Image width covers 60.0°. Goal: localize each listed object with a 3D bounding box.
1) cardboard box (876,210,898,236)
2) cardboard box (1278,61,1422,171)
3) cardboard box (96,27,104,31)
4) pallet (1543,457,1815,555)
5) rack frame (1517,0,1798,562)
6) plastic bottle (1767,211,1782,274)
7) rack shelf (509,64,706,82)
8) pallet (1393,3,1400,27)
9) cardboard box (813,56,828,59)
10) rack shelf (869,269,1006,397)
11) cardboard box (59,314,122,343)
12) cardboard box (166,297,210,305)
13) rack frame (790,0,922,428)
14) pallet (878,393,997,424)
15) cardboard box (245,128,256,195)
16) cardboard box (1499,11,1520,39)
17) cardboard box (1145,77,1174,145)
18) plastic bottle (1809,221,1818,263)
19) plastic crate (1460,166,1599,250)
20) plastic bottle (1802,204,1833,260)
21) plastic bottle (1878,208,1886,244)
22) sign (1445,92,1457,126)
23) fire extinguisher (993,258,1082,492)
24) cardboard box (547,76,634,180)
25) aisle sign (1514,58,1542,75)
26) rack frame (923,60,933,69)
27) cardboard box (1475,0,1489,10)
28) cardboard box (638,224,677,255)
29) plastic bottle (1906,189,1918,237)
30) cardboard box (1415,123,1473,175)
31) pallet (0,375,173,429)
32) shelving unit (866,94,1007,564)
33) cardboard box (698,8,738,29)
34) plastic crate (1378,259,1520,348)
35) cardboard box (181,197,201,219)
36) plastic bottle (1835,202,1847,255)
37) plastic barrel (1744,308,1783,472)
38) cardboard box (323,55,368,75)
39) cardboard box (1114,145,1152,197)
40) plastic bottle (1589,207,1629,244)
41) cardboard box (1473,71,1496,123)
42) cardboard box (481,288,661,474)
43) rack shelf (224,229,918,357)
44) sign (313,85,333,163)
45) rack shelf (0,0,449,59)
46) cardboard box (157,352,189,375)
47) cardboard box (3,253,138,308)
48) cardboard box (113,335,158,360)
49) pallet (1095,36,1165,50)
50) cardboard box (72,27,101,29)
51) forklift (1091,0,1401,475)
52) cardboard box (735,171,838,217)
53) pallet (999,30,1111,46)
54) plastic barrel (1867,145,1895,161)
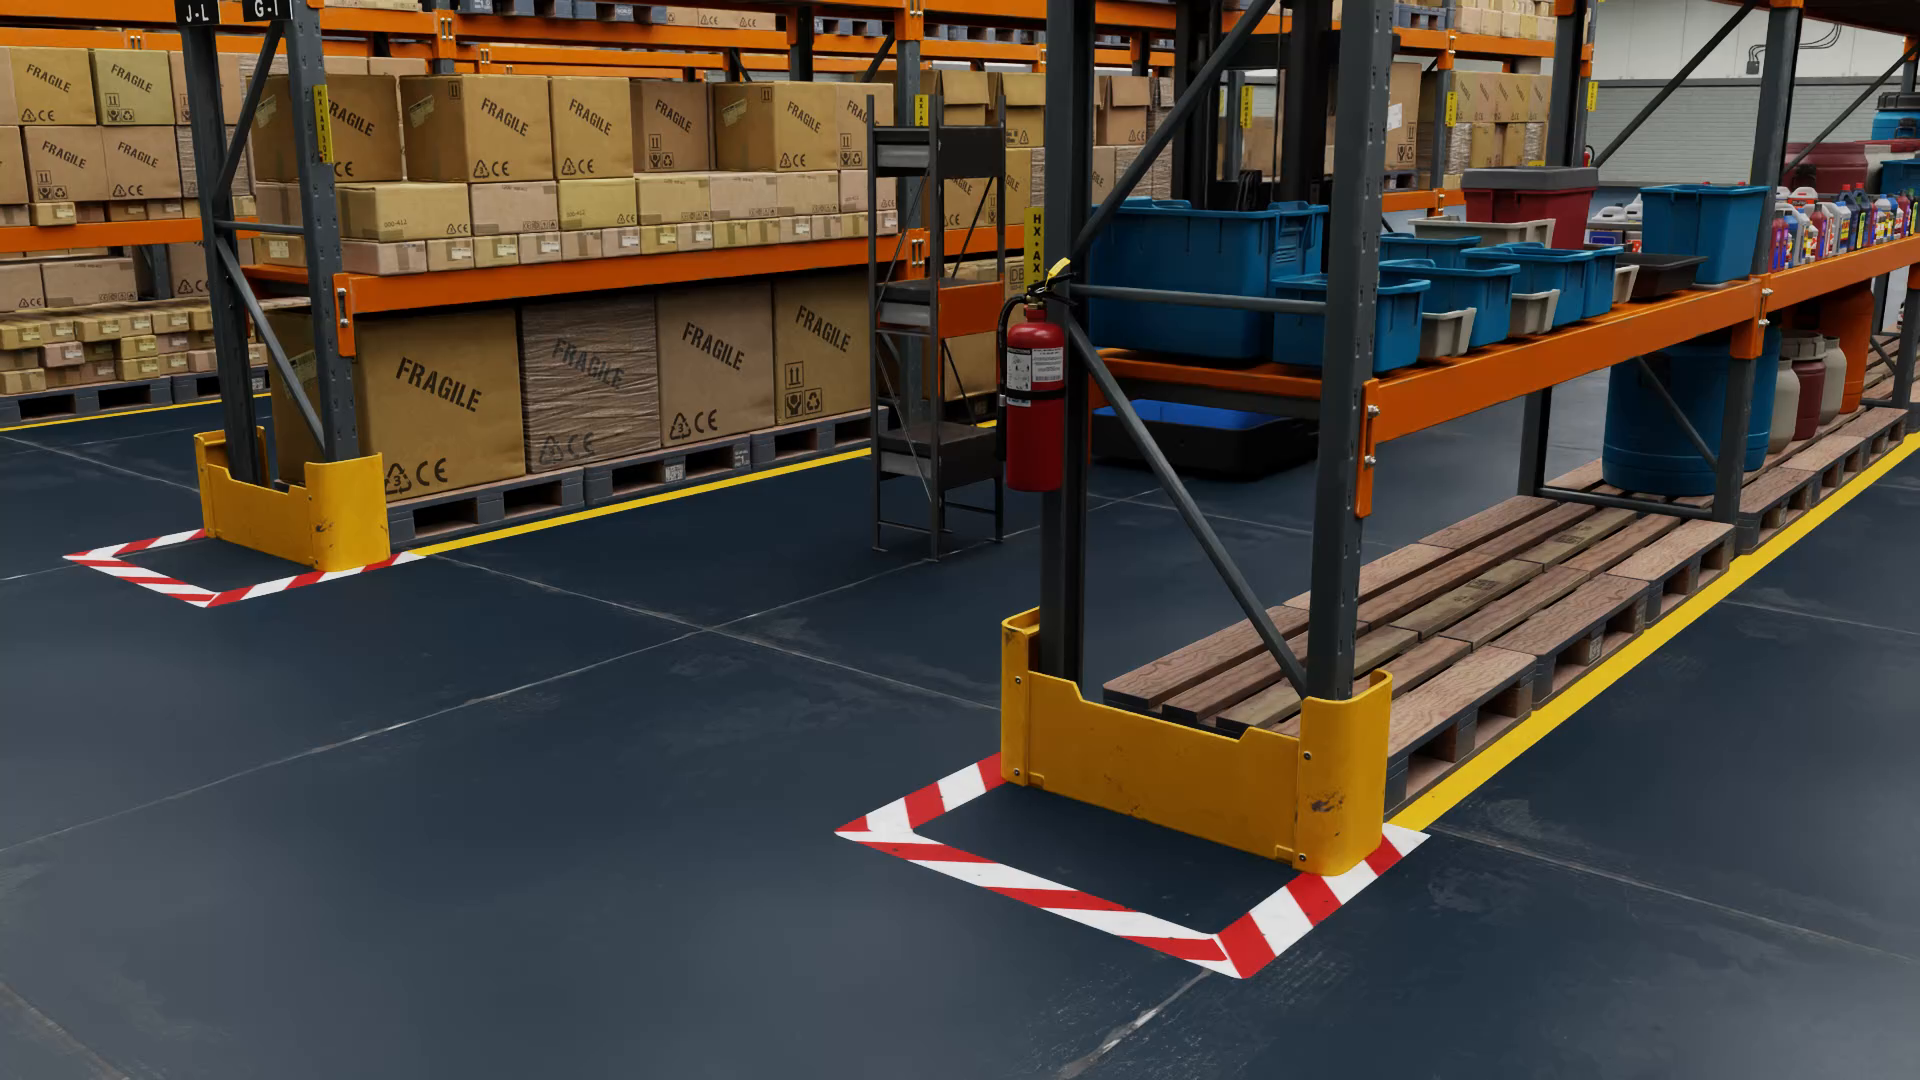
[{"bbox_3d":[-0.606,-1.964,10.270,0.380,0.149,0.250,11,18,38],"label":"cardboard box"},{"bbox_3d":[3.751,-4.090,16.061,1.000,1.000,1.000,11,18,38],"label":"cardboard box"},{"bbox_3d":[-10.964,-6.564,21.271,0.380,0.149,0.250,11,18,37],"label":"cardboard box"},{"bbox_3d":[3.701,-0.218,8.551,1.003,0.211,1.213,11,18,38],"label":"pallet"},{"bbox_3d":[3.183,-1.428,7.652,1.000,3.000,0.127,11,18,38],"label":"rack frame"},{"bbox_3d":[3.746,-1.376,7.683,0.061,0.283,0.133,11,18,38],"label":"plastic bottle"},{"bbox_3d":[-5.955,-7.516,26.984,1.077,0.370,4.000,11,18,38],"label":"rack shelf"},{"bbox_3d":[3.239,-4.788,15.169,1.213,0.211,1.003,11,18,38],"label":"pallet"},{"bbox_3d":[-2.084,-6.847,23.402,0.380,0.149,0.250,11,18,36],"label":"cardboard box"},{"bbox_3d":[-0.104,-0.973,7.743,0.431,0.518,0.480,11,18,38],"label":"rack shelf"},{"bbox_3d":[-6.046,-1.473,11.558,0.380,0.149,0.250,11,18,37],"label":"cardboard box"},{"bbox_3d":[-5.843,-1.762,12.697,0.380,0.149,0.250,11,18,38],"label":"cardboard box"},{"bbox_3d":[-0.669,-2.194,10.669,1.000,3.000,0.127,11,18,38],"label":"rack frame"},{"bbox_3d":[-0.243,-1.002,11.640,1.003,0.211,1.213,11,18,38],"label":"pallet"},{"bbox_3d":[-5.189,-2.843,12.416,0.500,0.500,0.500,11,18,37],"label":"cardboard box"},{"bbox_3d":[5.490,-5.350,17.302,0.500,0.250,0.500,10,18,35],"label":"cardboard box"},{"bbox_3d":[1.373,-3.358,13.007,0.797,0.503,0.637,12,19,39],"label":"cardboard box"},{"bbox_3d":[4.217,-1.487,8.286,0.097,0.201,0.097,0,14,0],"label":"plastic bottle"},{"bbox_3d":[2.427,-1.356,7.116,0.402,0.464,0.583,11,18,38],"label":"plastic crate"},{"bbox_3d":[4.353,-1.575,8.482,0.152,0.276,0.135,11,18,38],"label":"plastic bottle"},{"bbox_3d":[5.237,-1.798,9.510,0.097,0.201,0.097,0,14,0],"label":"plastic bottle"},{"bbox_3d":[4.793,-4.202,16.222,0.100,0.325,0.005,11,18,38],"label":"sign"},{"bbox_3d":[0.221,-0.485,4.855,0.296,0.674,0.183,11,18,38],"label":"fire extinguisher"},{"bbox_3d":[-2.036,-2.109,8.512,0.500,0.500,0.500,11,18,36],"label":"cardboard box"},{"bbox_3d":[6.679,-5.811,19.625,0.394,0.787,0.004,11,18,38],"label":"aisle sign"},{"bbox_3d":[-0.835,-6.026,25.752,1.000,3.000,0.127,11,18,38],"label":"rack frame"},{"bbox_3d":[5.105,-5.426,16.792,0.380,0.149,0.250,11,18,38],"label":"cardboard box"},{"bbox_3d":[-1.738,-1.618,8.911,0.380,0.149,0.250,11,18,36],"label":"cardboard box"},{"bbox_3d":[5.775,-1.994,10.117,0.061,0.283,0.133,11,18,38],"label":"plastic bottle"},{"bbox_3d":[4.690,-3.996,16.952,0.875,0.500,0.500,11,18,38],"label":"cardboard box"},{"bbox_3d":[-6.392,-1.028,11.743,1.003,0.211,1.213,11,18,38],"label":"pallet"},{"bbox_3d":[-0.104,-0.986,7.740,0.431,2.100,0.503,11,18,38],"label":"shelving unit"},{"bbox_3d":[-2.415,-5.003,15.430,0.500,0.500,0.500,11,18,38],"label":"cardboard box"},{"bbox_3d":[1.494,-0.732,5.131,0.416,0.233,0.300,11,18,38],"label":"plastic crate"},{"bbox_3d":[-5.578,-2.411,12.034,0.380,0.149,0.250,12,19,40],"label":"cardboard box"},{"bbox_3d":[4.593,-1.635,8.728,0.097,0.271,0.097,0,14,0],"label":"plastic bottle"},{"bbox_3d":[3.984,-0.852,8.792,0.600,0.901,0.708,11,18,38],"label":"plastic barrel"},{"bbox_3d":[-4.869,-3.427,12.682,0.500,0.500,0.500,11,18,36],"label":"cardboard box"},{"bbox_3d":[1.086,-2.682,12.383,0.500,0.500,0.500,11,18,36],"label":"cardboard box"},{"bbox_3d":[3.180,-1.493,8.161,0.152,0.276,0.135,11,18,38],"label":"plastic bottle"},{"bbox_3d":[5.153,-4.547,17.090,0.500,0.500,0.500,11,18,38],"label":"cardboard box"},{"bbox_3d":[-2.271,-0.911,9.081,0.875,0.875,0.875,11,18,38],"label":"cardboard box"},{"bbox_3d":[-1.926,-1.463,9.250,1.077,0.370,4.000,11,18,38],"label":"rack shelf"},{"bbox_3d":[-2.755,-1.799,7.195,0.100,0.325,0.005,11,18,38],"label":"sign"},{"bbox_3d":[-5.720,-3.703,11.978,1.077,0.370,4.000,11,18,38],"label":"rack shelf"},{"bbox_3d":[-5.816,-1.295,12.065,0.380,0.149,0.250,11,18,38],"label":"cardboard box"},{"bbox_3d":[-8.855,-2.586,16.562,0.875,0.438,0.875,11,18,37],"label":"cardboard box"},{"bbox_3d":[-5.902,-1.378,11.790,0.380,0.149,0.250,12,19,39],"label":"cardboard box"},{"bbox_3d":[1.854,-6.312,20.965,1.003,0.211,1.213,11,18,38],"label":"pallet"},{"bbox_3d":[-10.797,-6.373,20.481,0.380,0.149,0.250,12,18,39],"label":"cardboard box"},{"bbox_3d":[2.022,-2.098,10.428,1.130,2.935,3.031,10,17,34],"label":"forklift"},{"bbox_3d":[-1.066,-2.041,9.766,0.500,0.250,0.500,12,19,39],"label":"cardboard box"},{"bbox_3d":[1.087,-6.079,20.049,1.003,0.211,1.213,11,18,38],"label":"pallet"},{"bbox_3d":[6.443,-2.559,11.877,0.421,0.512,0.421,0,14,0],"label":"plastic barrel"}]
